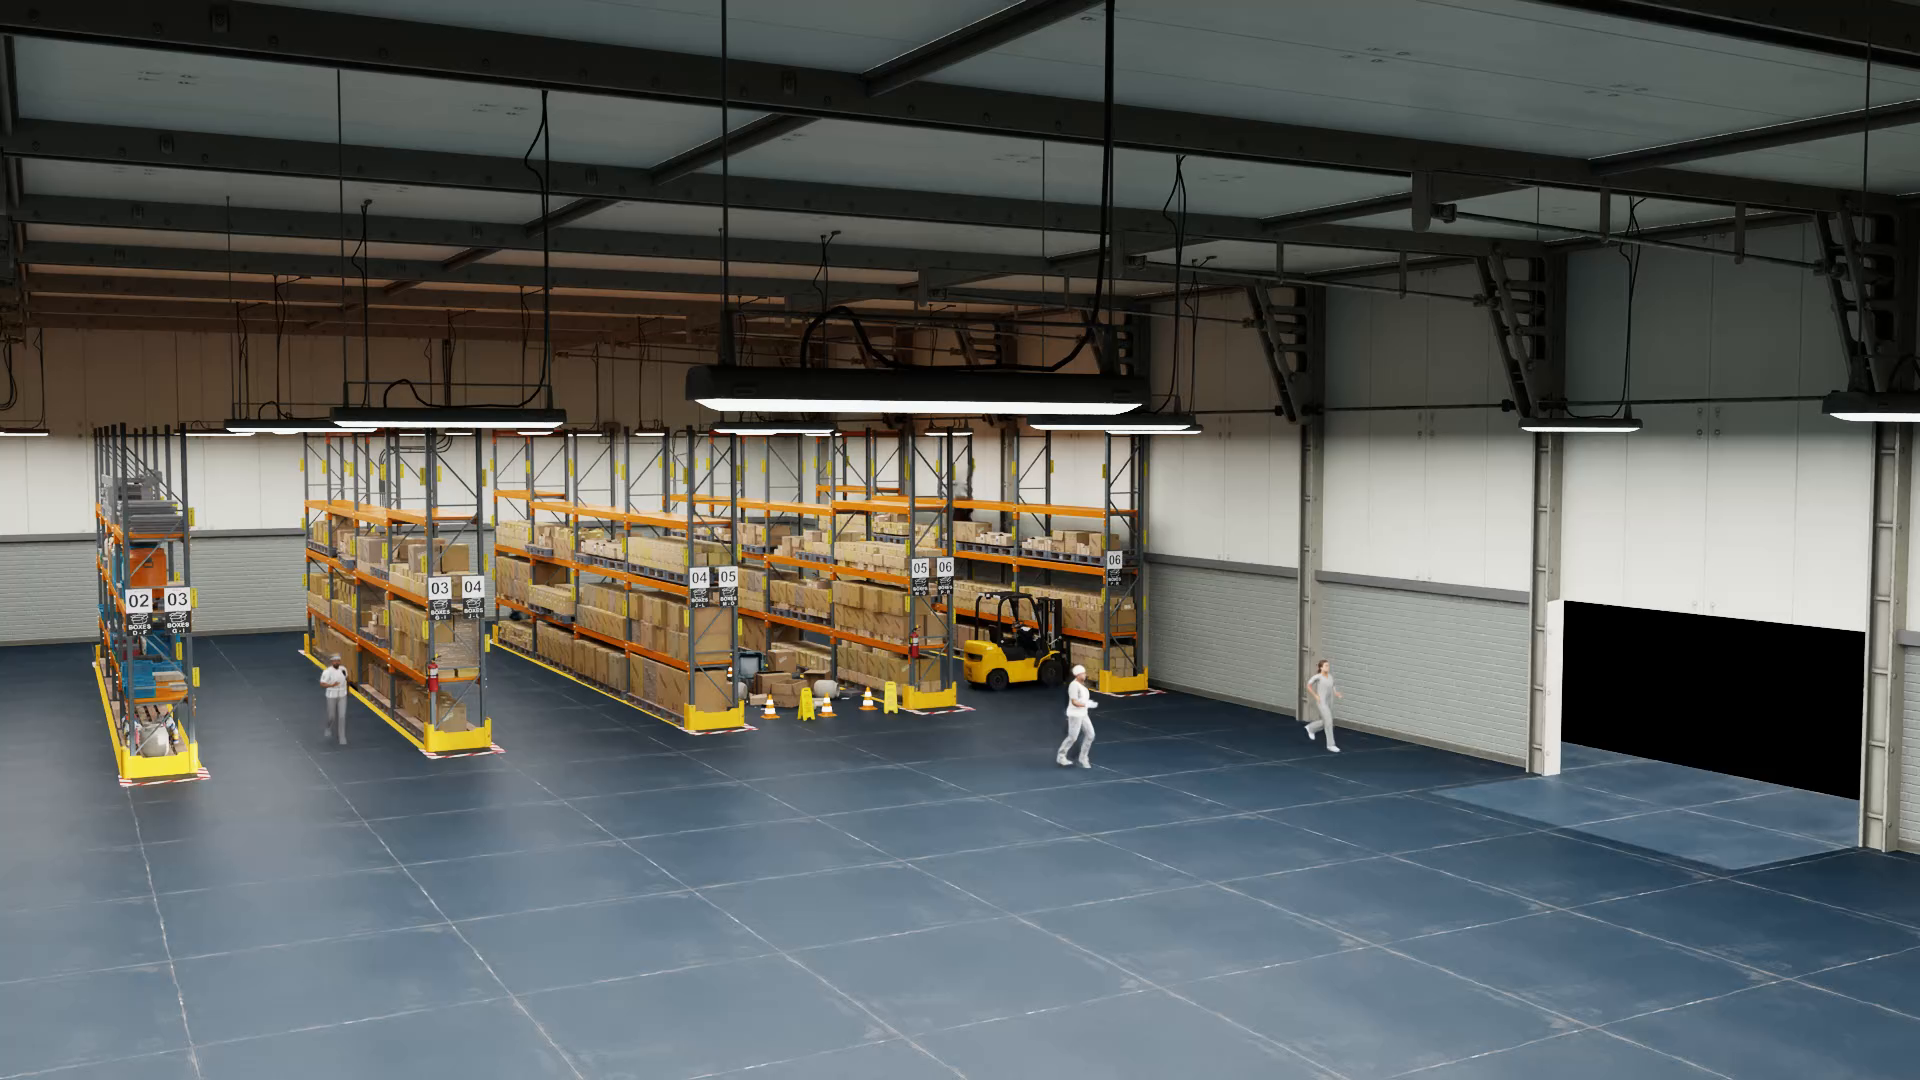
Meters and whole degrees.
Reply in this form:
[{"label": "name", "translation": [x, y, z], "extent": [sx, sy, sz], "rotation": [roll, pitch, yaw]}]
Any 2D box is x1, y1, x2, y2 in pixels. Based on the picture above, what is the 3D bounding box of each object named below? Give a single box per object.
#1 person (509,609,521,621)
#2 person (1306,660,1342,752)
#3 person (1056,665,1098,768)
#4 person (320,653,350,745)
[{"label": "person", "translation": [-12.884, 2.037, 48.413], "extent": [0.585, 1.551, 0.679], "rotation": [0, 3, 0]}, {"label": "person", "translation": [6.702, 3.040, 30.752], "extent": [0.567, 1.669, 0.879], "rotation": [-2, 4, -35]}, {"label": "person", "translation": [2.063, 3.096, 28.934], "extent": [0.761, 1.852, 0.700], "rotation": [1, 4, 23]}, {"label": "person", "translation": [-11.769, 2.957, 31.339], "extent": [0.596, 1.689, 0.898], "rotation": [-3, 4, -36]}]
